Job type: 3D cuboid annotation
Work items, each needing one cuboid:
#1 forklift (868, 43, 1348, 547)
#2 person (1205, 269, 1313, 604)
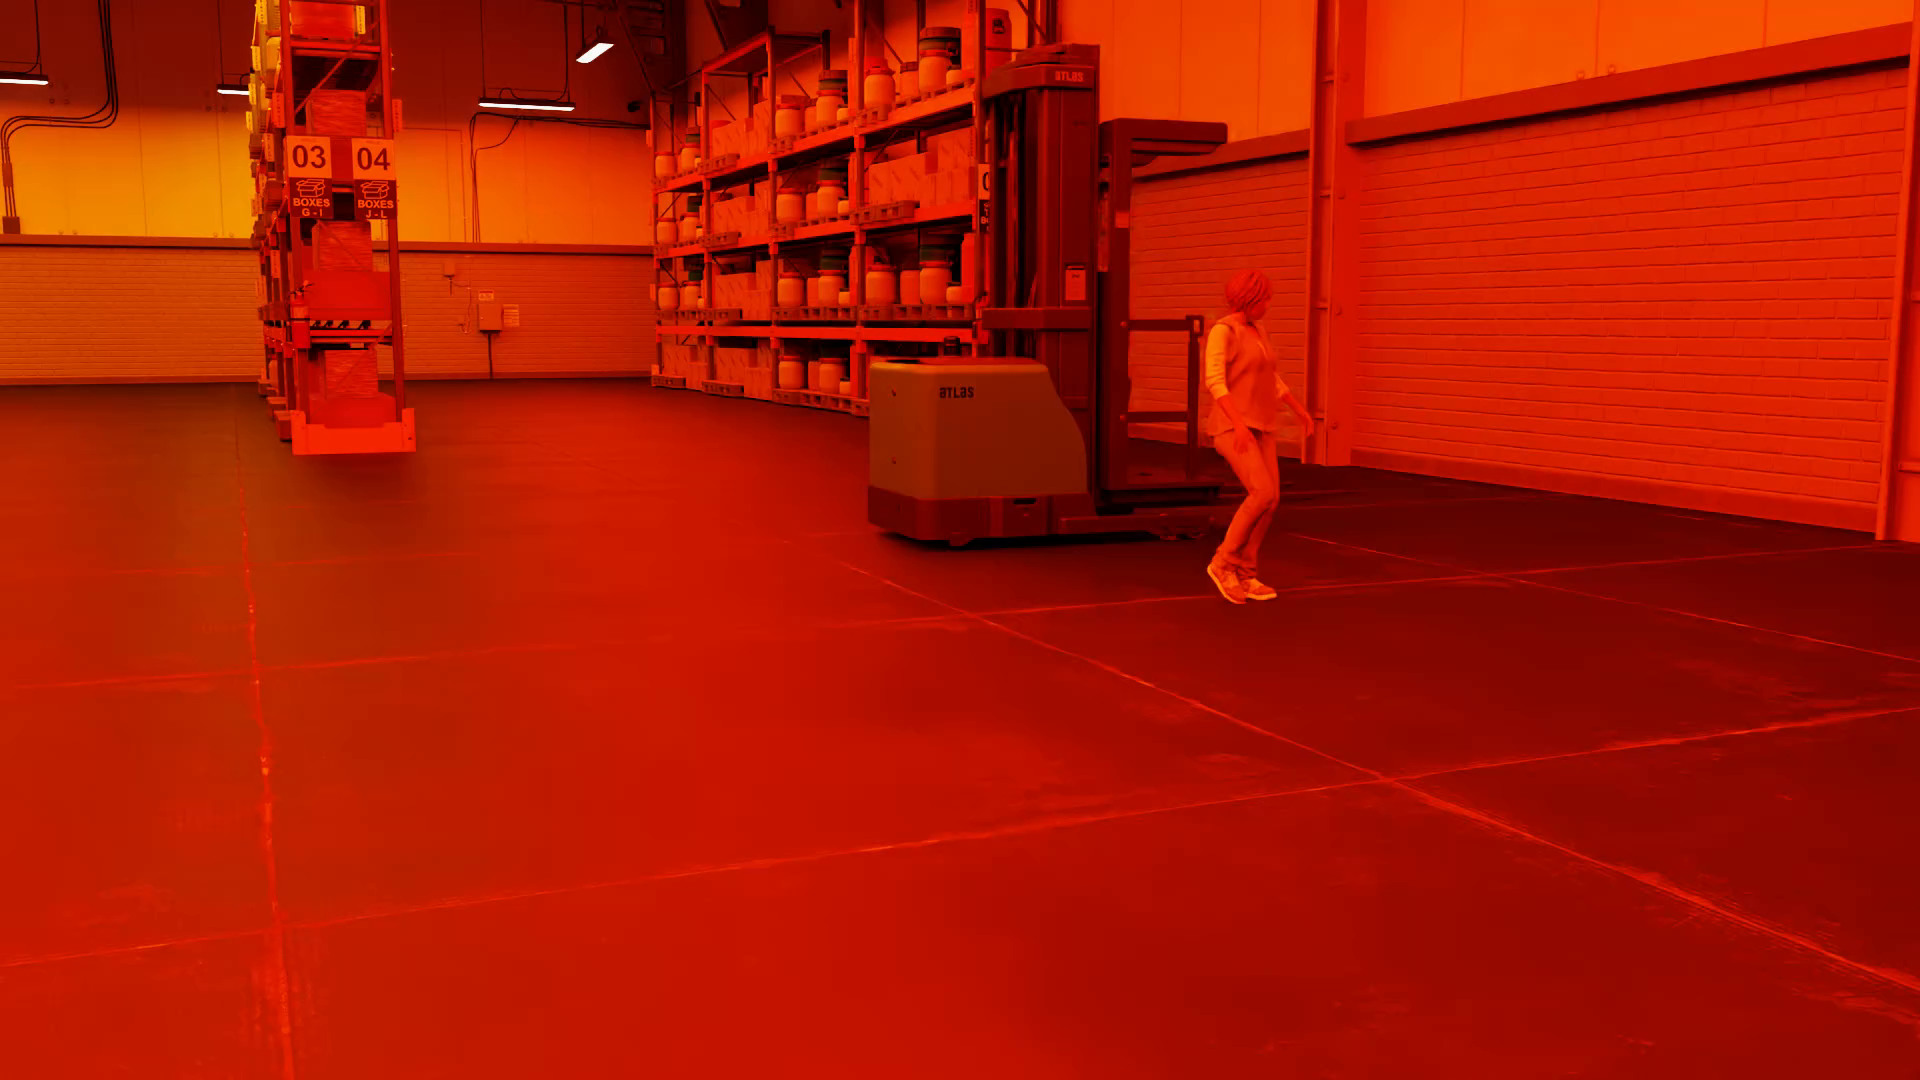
[{"bbox_3d":[0.992,-1.511,10.398,3.031,2.935,1.130,-3,8,-21],"label":"forklift"},{"bbox_3d":[1.420,-0.495,7.938,0.420,1.580,0.686,7,10,44],"label":"person"}]
